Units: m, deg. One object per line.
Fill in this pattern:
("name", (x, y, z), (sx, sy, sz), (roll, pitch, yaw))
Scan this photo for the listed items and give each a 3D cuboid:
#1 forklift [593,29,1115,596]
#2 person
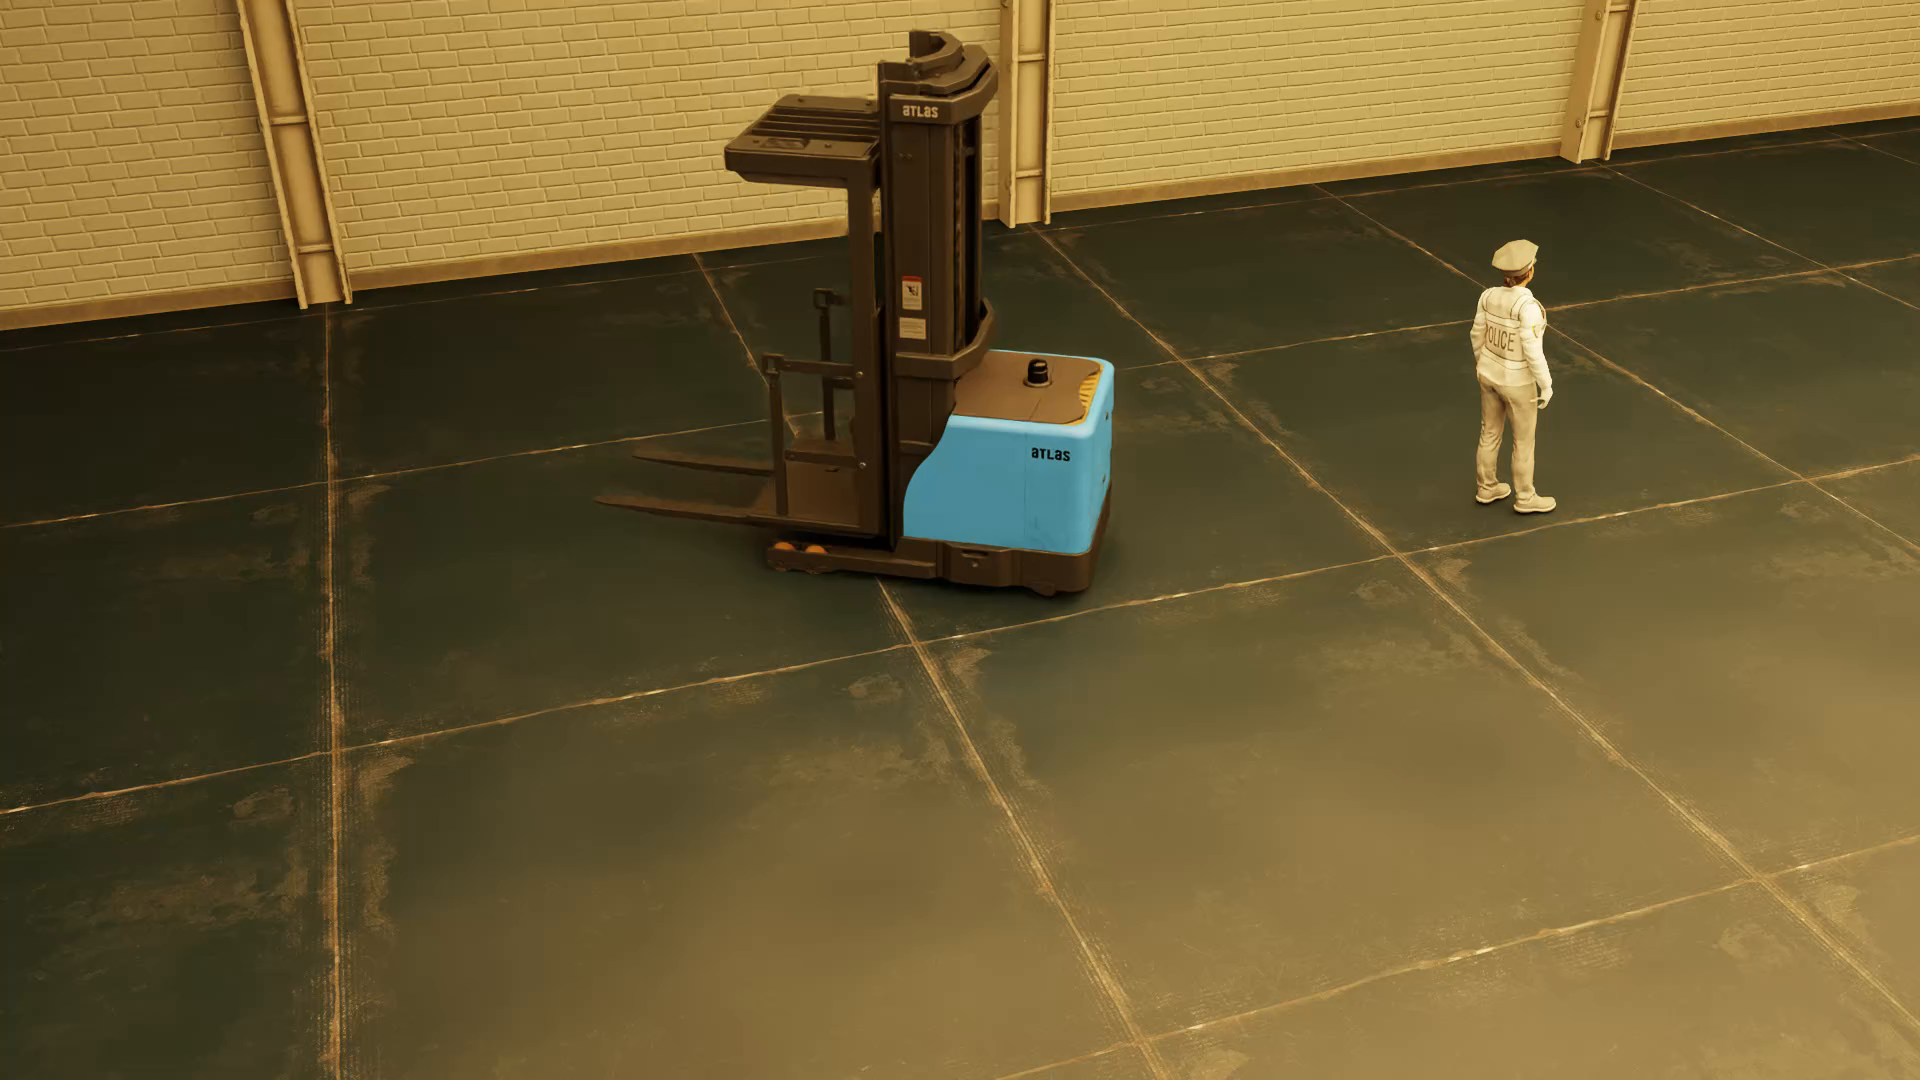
("forklift", (-0.657, -1.319, 9.380), (3.031, 2.935, 1.130), (6, 30, 10))
("person", (3.359, -0.992, 10.036), (0.530, 1.694, 0.588), (-16, 34, -25))
